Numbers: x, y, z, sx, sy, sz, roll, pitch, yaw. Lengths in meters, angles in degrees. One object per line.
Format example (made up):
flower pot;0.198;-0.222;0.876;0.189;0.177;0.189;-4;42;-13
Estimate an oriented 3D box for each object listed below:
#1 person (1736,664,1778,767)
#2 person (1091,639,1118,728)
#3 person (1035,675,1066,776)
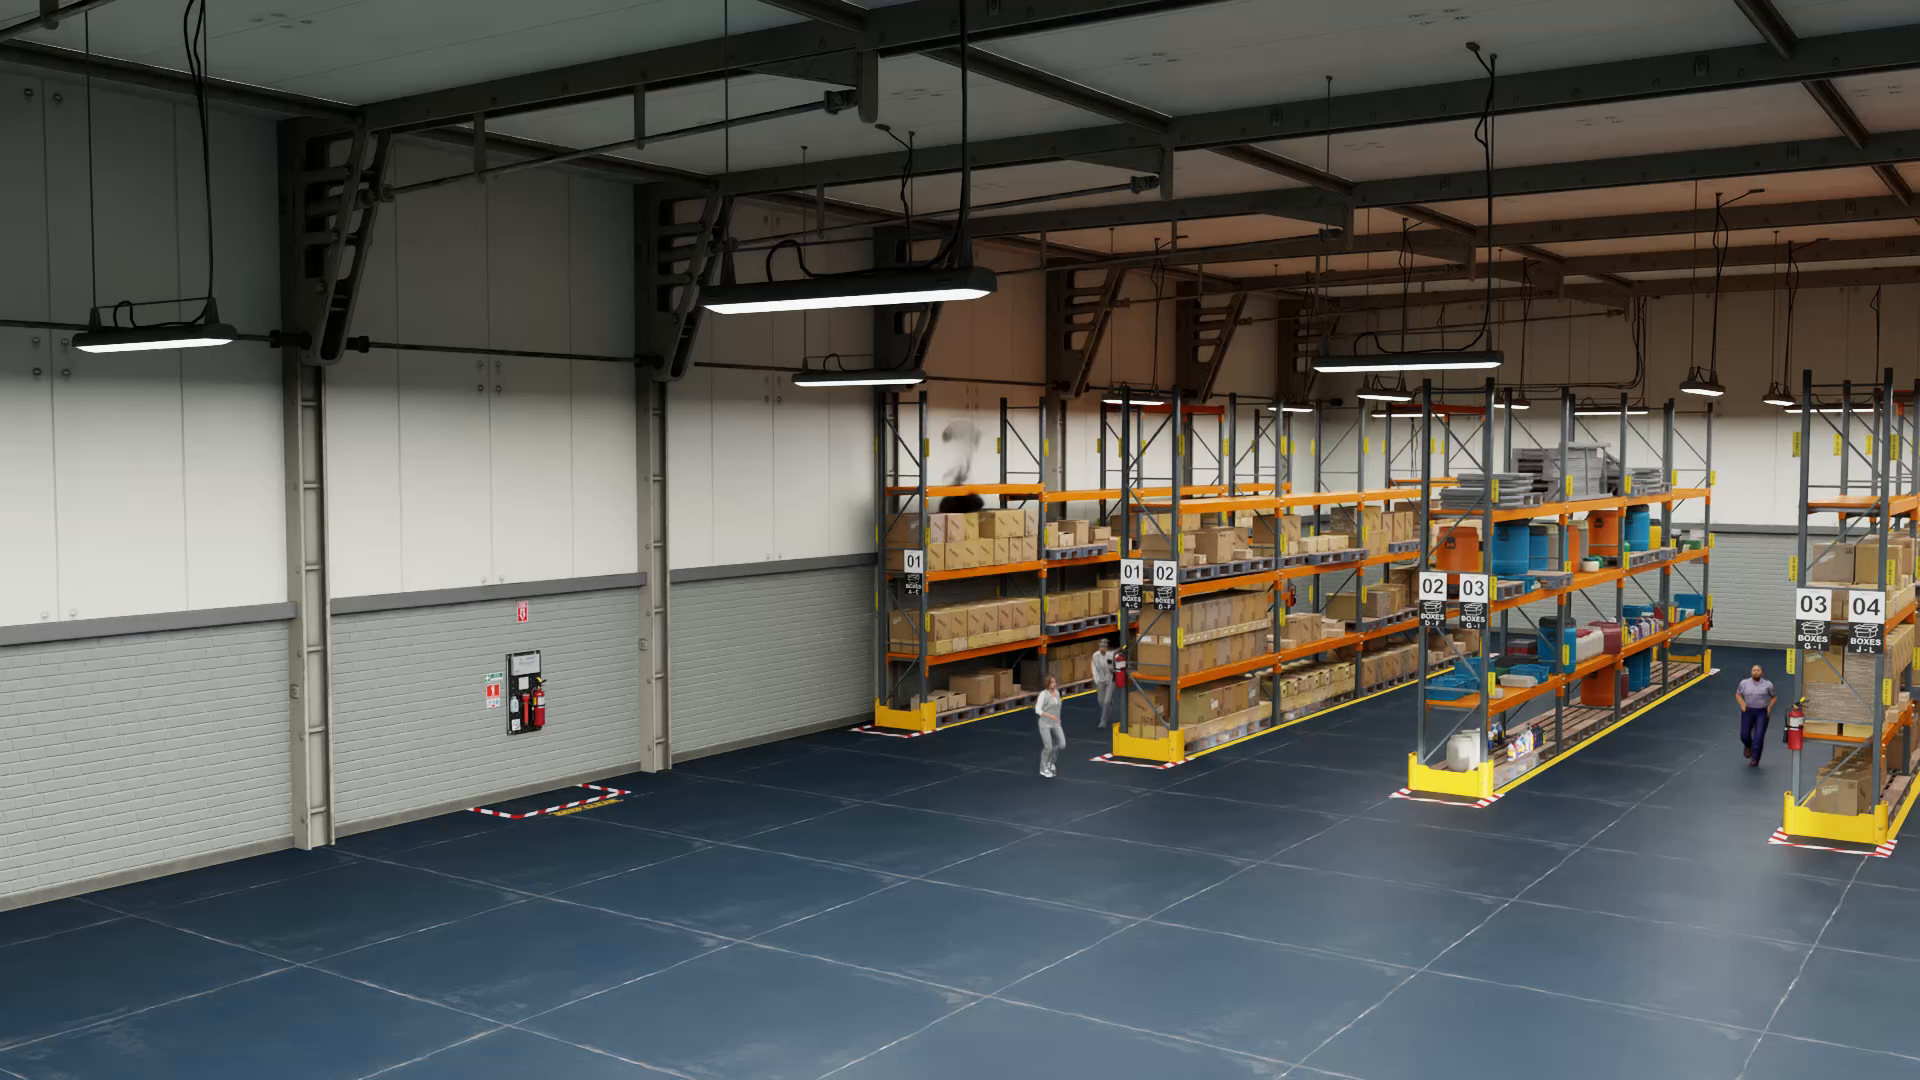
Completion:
person;12.546;2.748;26.209;0.595;1.601;0.560;2;4;29
person;2.642;2.560;29.900;0.611;1.623;0.723;1;3;18
person;1.377;2.815;25.138;0.534;1.561;0.576;-2;4;-34
